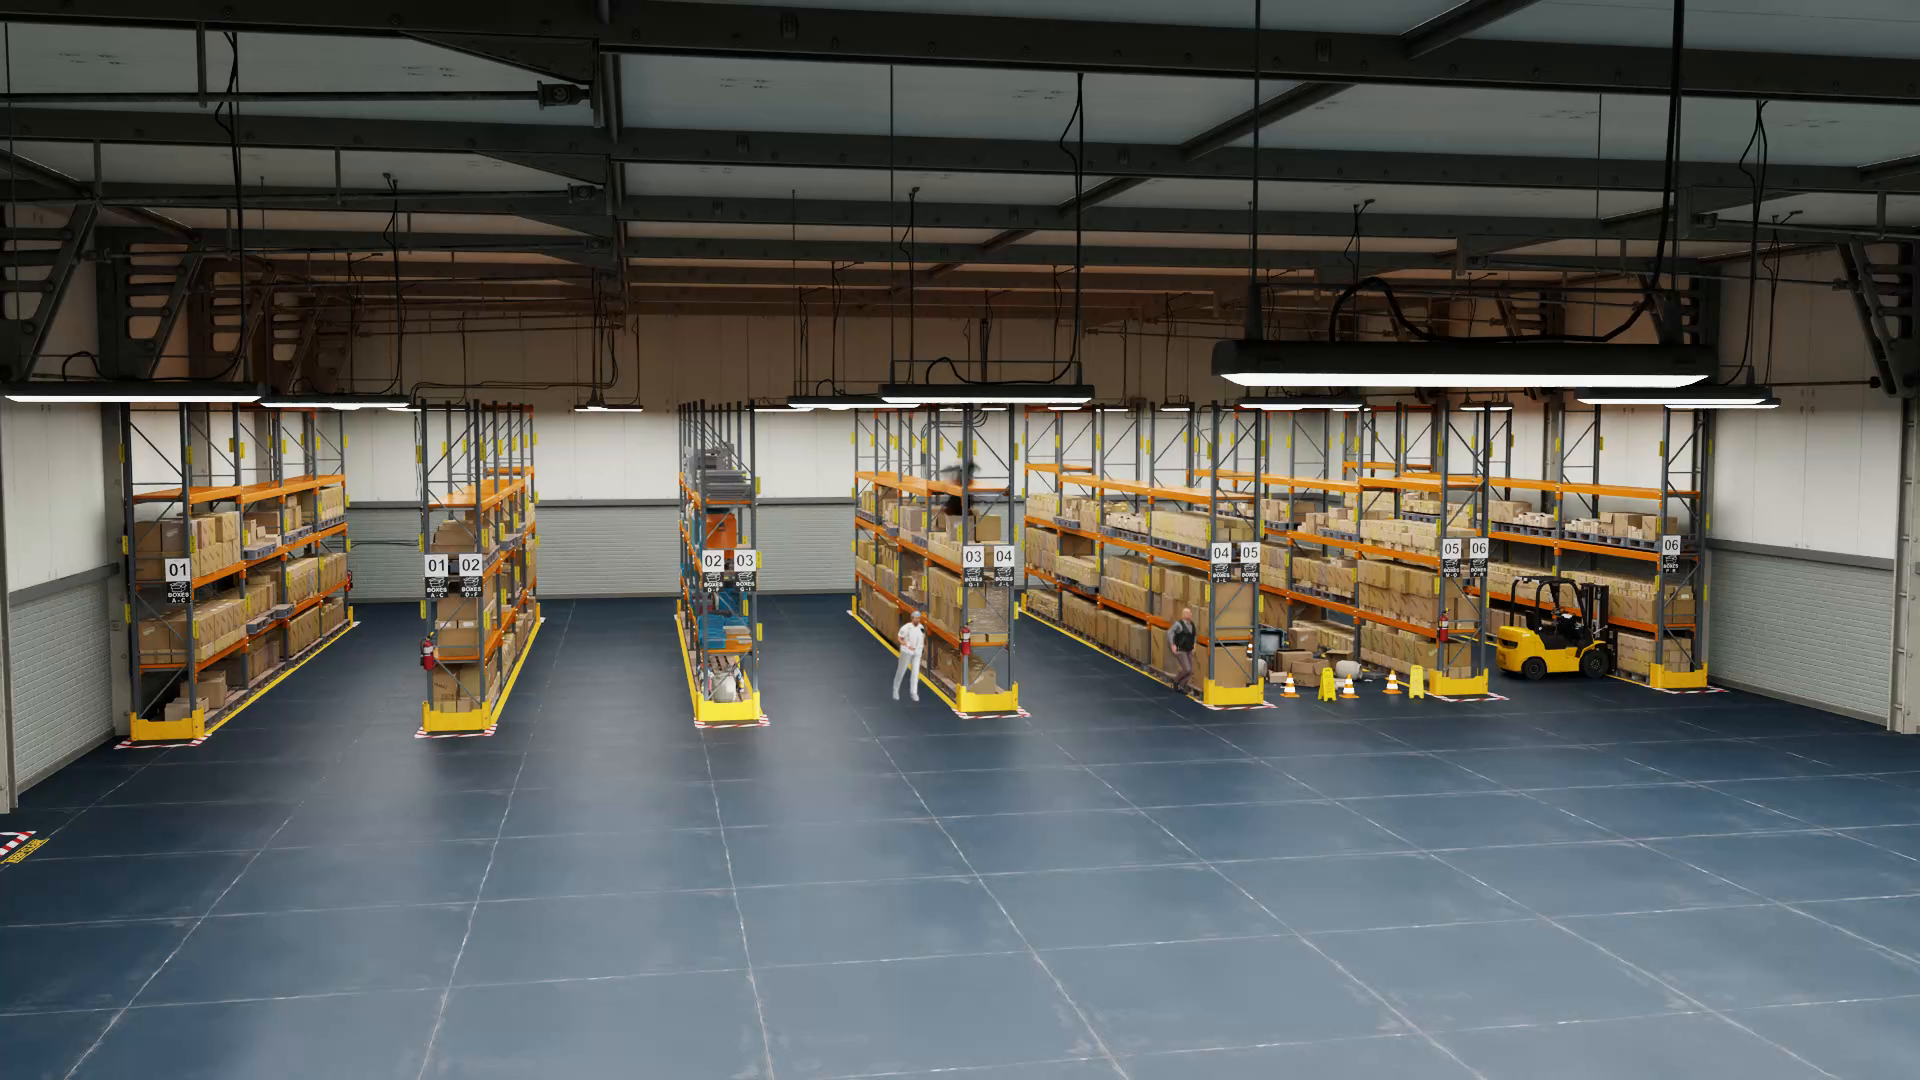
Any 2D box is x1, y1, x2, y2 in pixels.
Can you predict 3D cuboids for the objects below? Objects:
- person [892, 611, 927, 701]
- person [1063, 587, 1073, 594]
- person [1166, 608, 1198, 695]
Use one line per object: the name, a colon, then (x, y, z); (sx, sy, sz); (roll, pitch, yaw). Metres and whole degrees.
person: (-0.897, 2.222, 31.952); (0.660, 1.720, 0.791); (-2, 5, -29)
person: (3.196, 1.123, 50.131); (0.735, 1.687, 0.588); (-2, 5, -26)
person: (4.369, 2.171, 32.261); (0.675, 1.694, 0.506); (-3, 5, -34)
